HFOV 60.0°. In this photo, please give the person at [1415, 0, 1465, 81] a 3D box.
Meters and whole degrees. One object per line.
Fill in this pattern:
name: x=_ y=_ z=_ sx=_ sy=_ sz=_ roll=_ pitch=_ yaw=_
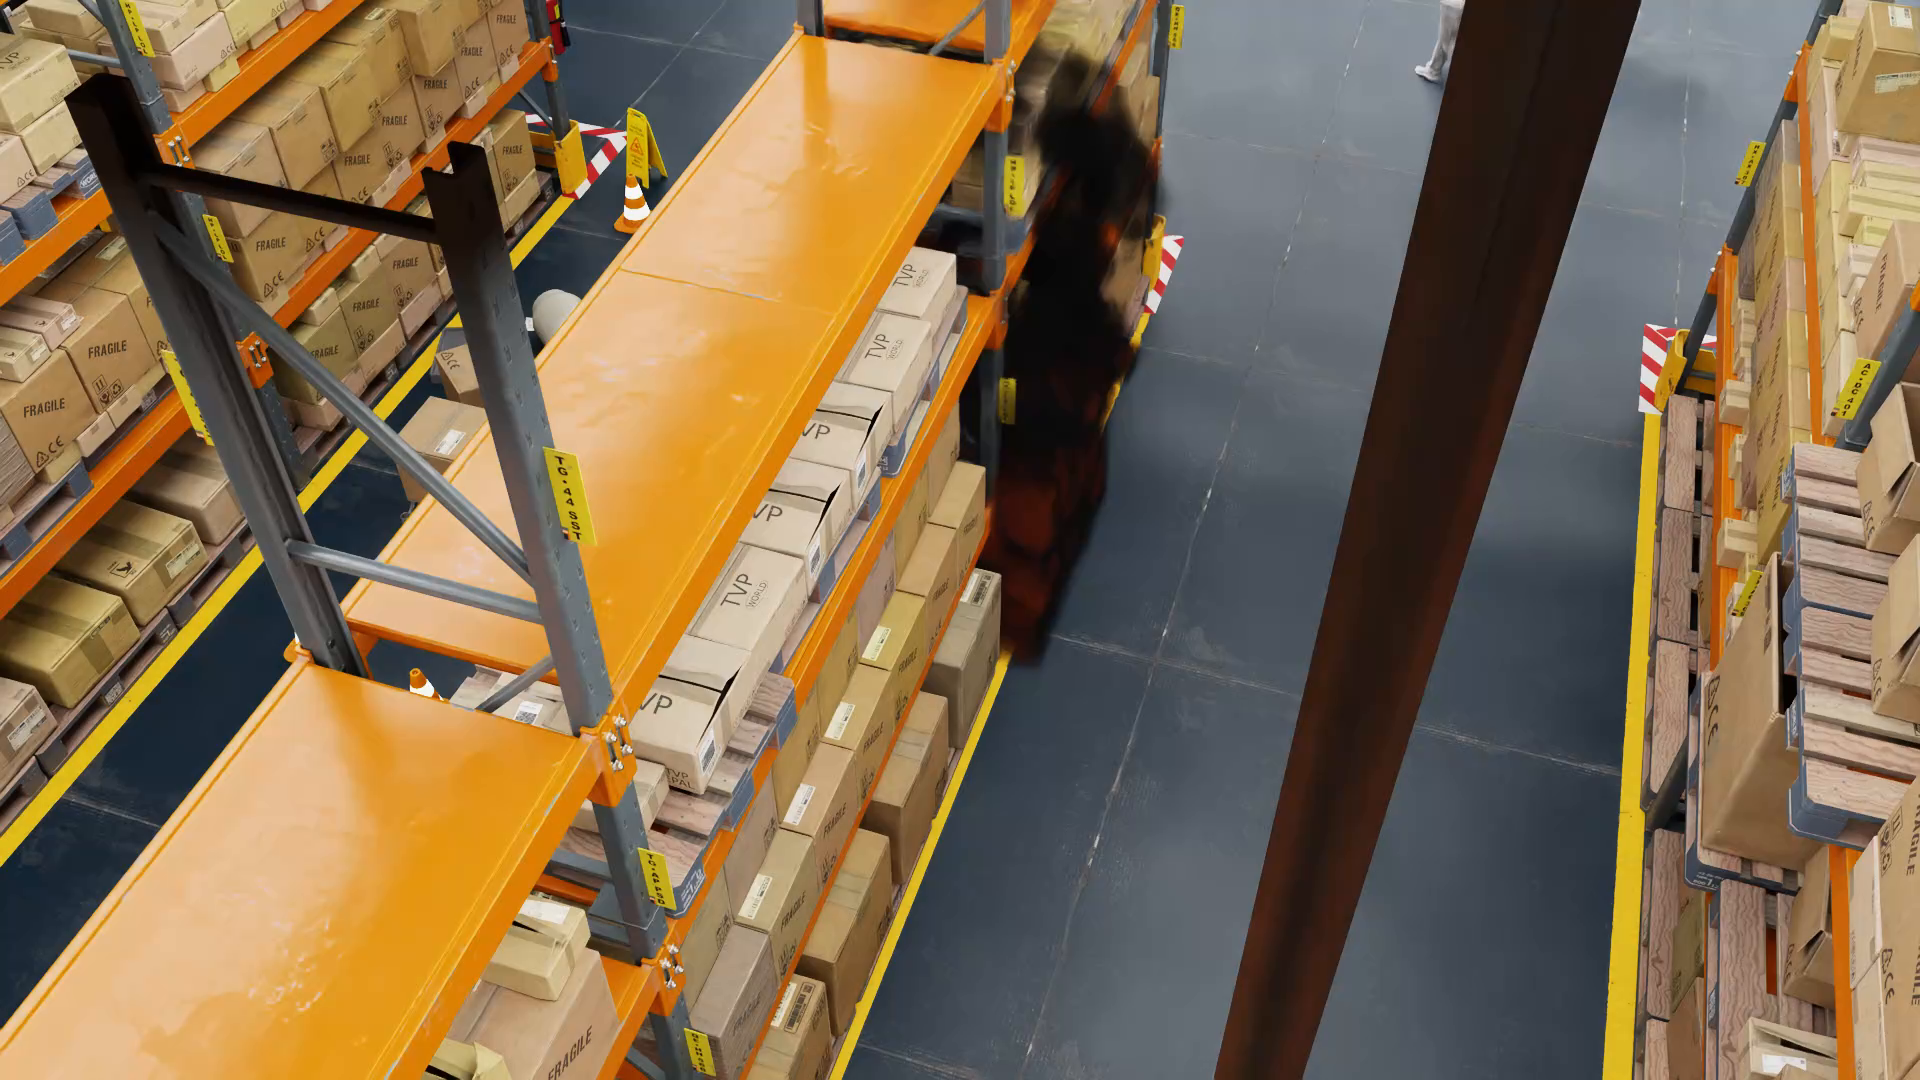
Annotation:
person: x=4.402 y=-4.684 z=14.493 sx=0.706 sy=1.775 sz=0.908 roll=-21 pitch=49 yaw=-19
